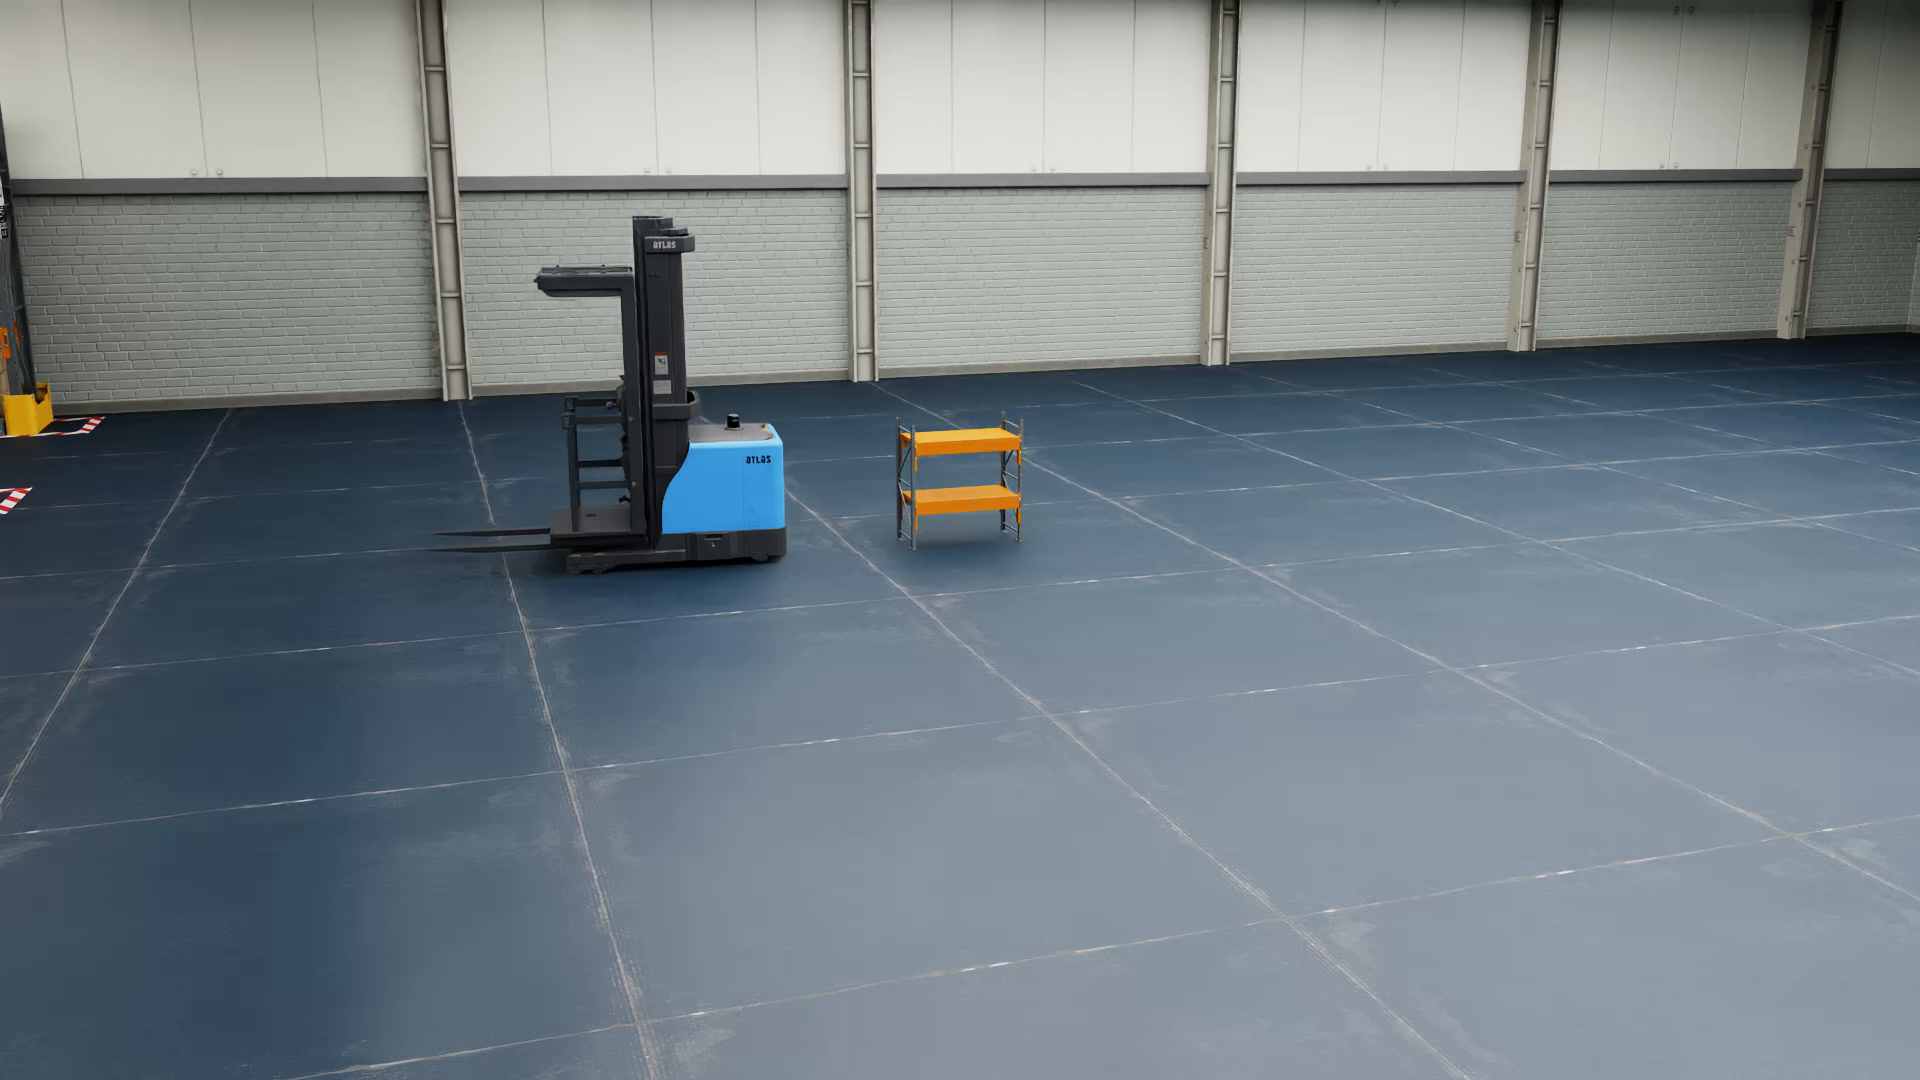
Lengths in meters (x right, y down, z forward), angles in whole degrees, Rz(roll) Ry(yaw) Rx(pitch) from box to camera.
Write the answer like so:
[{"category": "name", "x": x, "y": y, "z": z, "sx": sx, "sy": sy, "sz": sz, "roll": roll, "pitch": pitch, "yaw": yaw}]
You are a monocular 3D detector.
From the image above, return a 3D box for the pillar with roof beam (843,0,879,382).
[{"category": "pillar with roof beam", "x": -0.113, "y": -5.898, "z": 20.600, "sx": 0.400, "sy": 9.000, "sz": 9.100, "roll": -4, "pitch": 14, "yaw": -18}]

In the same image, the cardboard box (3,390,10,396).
[{"category": "cardboard box", "x": -12.440, "y": -1.765, "z": 21.223, "sx": 0.500, "sy": 0.250, "sz": 0.500, "roll": -4, "pitch": 14, "yaw": -18}]

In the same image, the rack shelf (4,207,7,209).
[{"category": "rack shelf", "x": -13.807, "y": -3.854, "z": 20.041, "sx": 4.000, "sy": 0.370, "sz": 1.077, "roll": -4, "pitch": 14, "yaw": -18}]

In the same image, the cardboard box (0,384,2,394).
[{"category": "cardboard box", "x": -12.273, "y": -1.897, "z": 20.698, "sx": 0.500, "sy": 0.250, "sz": 0.500, "roll": -5, "pitch": 14, "yaw": -19}]

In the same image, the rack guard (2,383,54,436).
[{"category": "rack guard", "x": -11.889, "y": -1.678, "z": 21.222, "sx": 0.348, "sy": 0.500, "sz": 1.175, "roll": -4, "pitch": 14, "yaw": -18}]

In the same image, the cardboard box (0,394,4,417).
[{"category": "cardboard box", "x": -12.256, "y": -1.654, "z": 20.758, "sx": 0.500, "sy": 0.250, "sz": 0.500, "roll": -4, "pitch": 14, "yaw": -18}]

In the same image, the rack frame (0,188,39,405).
[{"category": "rack frame", "x": -11.912, "y": -2.892, "z": 20.925, "sx": 0.127, "sy": 3.000, "sz": 1.000, "roll": -4, "pitch": 14, "yaw": -18}]

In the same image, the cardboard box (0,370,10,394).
[{"category": "cardboard box", "x": -12.424, "y": -2.012, "z": 21.183, "sx": 0.500, "sy": 0.250, "sz": 0.500, "roll": -4, "pitch": 14, "yaw": -17}]

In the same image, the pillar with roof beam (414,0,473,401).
[{"category": "pillar with roof beam", "x": -5.799, "y": -5.455, "z": 18.738, "sx": 0.400, "sy": 9.000, "sz": 9.100, "roll": -4, "pitch": 14, "yaw": -18}]

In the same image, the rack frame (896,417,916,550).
[{"category": "rack frame", "x": -0.488, "y": -0.509, "z": 14.960, "sx": 0.032, "sy": 1.125, "sz": 0.500, "roll": -4, "pitch": 14, "yaw": -18}]

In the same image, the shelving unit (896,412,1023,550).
[{"category": "shelving unit", "x": -0.006, "y": -0.547, "z": 15.118, "sx": 1.048, "sy": 1.125, "sz": 0.538, "roll": -4, "pitch": 14, "yaw": -18}]

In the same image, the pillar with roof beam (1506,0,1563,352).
[{"category": "pillar with roof beam", "x": 11.260, "y": -6.784, "z": 24.323, "sx": 0.400, "sy": 9.000, "sz": 9.100, "roll": -4, "pitch": 14, "yaw": -18}]

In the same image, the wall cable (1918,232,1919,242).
[{"category": "wall cable", "x": 18.788, "y": -6.588, "z": 30.209, "sx": 0.112, "sy": 2.526, "sz": 3.097, "roll": -4, "pitch": 14, "yaw": -18}]

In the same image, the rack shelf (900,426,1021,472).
[{"category": "rack shelf", "x": -0.006, "y": -0.831, "z": 15.050, "sx": 1.000, "sy": 0.278, "sz": 0.538, "roll": -4, "pitch": 14, "yaw": -18}]

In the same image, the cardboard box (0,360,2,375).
[{"category": "cardboard box", "x": -12.249, "y": -2.142, "z": 20.649, "sx": 0.500, "sy": 0.250, "sz": 0.500, "roll": -4, "pitch": 14, "yaw": -16}]

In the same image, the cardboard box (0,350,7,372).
[{"category": "cardboard box", "x": -12.428, "y": -2.251, "z": 21.105, "sx": 0.500, "sy": 0.250, "sz": 0.500, "roll": -5, "pitch": 14, "yaw": -19}]

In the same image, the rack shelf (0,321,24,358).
[{"category": "rack shelf", "x": -13.807, "y": -2.394, "z": 20.388, "sx": 4.000, "sy": 0.370, "sz": 1.077, "roll": -4, "pitch": 14, "yaw": -18}]

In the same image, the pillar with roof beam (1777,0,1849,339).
[{"category": "pillar with roof beam", "x": 16.947, "y": -7.227, "z": 26.185, "sx": 0.548, "sy": 9.000, "sz": 9.100, "roll": -4, "pitch": 14, "yaw": -18}]

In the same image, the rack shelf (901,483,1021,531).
[{"category": "rack shelf", "x": -0.006, "y": -0.309, "z": 15.174, "sx": 1.000, "sy": 0.278, "sz": 0.538, "roll": -4, "pitch": 14, "yaw": -18}]

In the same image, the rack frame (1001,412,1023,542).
[{"category": "rack frame", "x": 0.475, "y": -0.584, "z": 15.275, "sx": 0.032, "sy": 1.125, "sz": 0.500, "roll": -4, "pitch": 14, "yaw": -18}]

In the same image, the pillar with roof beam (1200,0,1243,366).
[{"category": "pillar with roof beam", "x": 5.574, "y": -6.341, "z": 22.462, "sx": 0.400, "sy": 9.000, "sz": 9.100, "roll": -4, "pitch": 14, "yaw": -18}]

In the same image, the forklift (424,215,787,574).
[{"category": "forklift", "x": -3.077, "y": -1.272, "z": 14.266, "sx": 3.031, "sy": 2.935, "sz": 1.130, "roll": -3, "pitch": 14, "yaw": -11}]

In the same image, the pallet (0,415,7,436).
[{"category": "pallet", "x": -12.623, "y": -1.470, "z": 20.972, "sx": 1.213, "sy": 0.211, "sz": 1.003, "roll": -4, "pitch": 14, "yaw": -18}]

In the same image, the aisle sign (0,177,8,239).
[{"category": "aisle sign", "x": -11.756, "y": -4.097, "z": 20.374, "sx": 0.004, "sy": 0.787, "sz": 0.394, "roll": -4, "pitch": 14, "yaw": -18}]

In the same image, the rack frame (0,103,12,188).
[{"category": "rack frame", "x": -11.912, "y": -5.810, "z": 20.231, "sx": 0.127, "sy": 3.000, "sz": 1.000, "roll": -4, "pitch": 14, "yaw": -18}]
